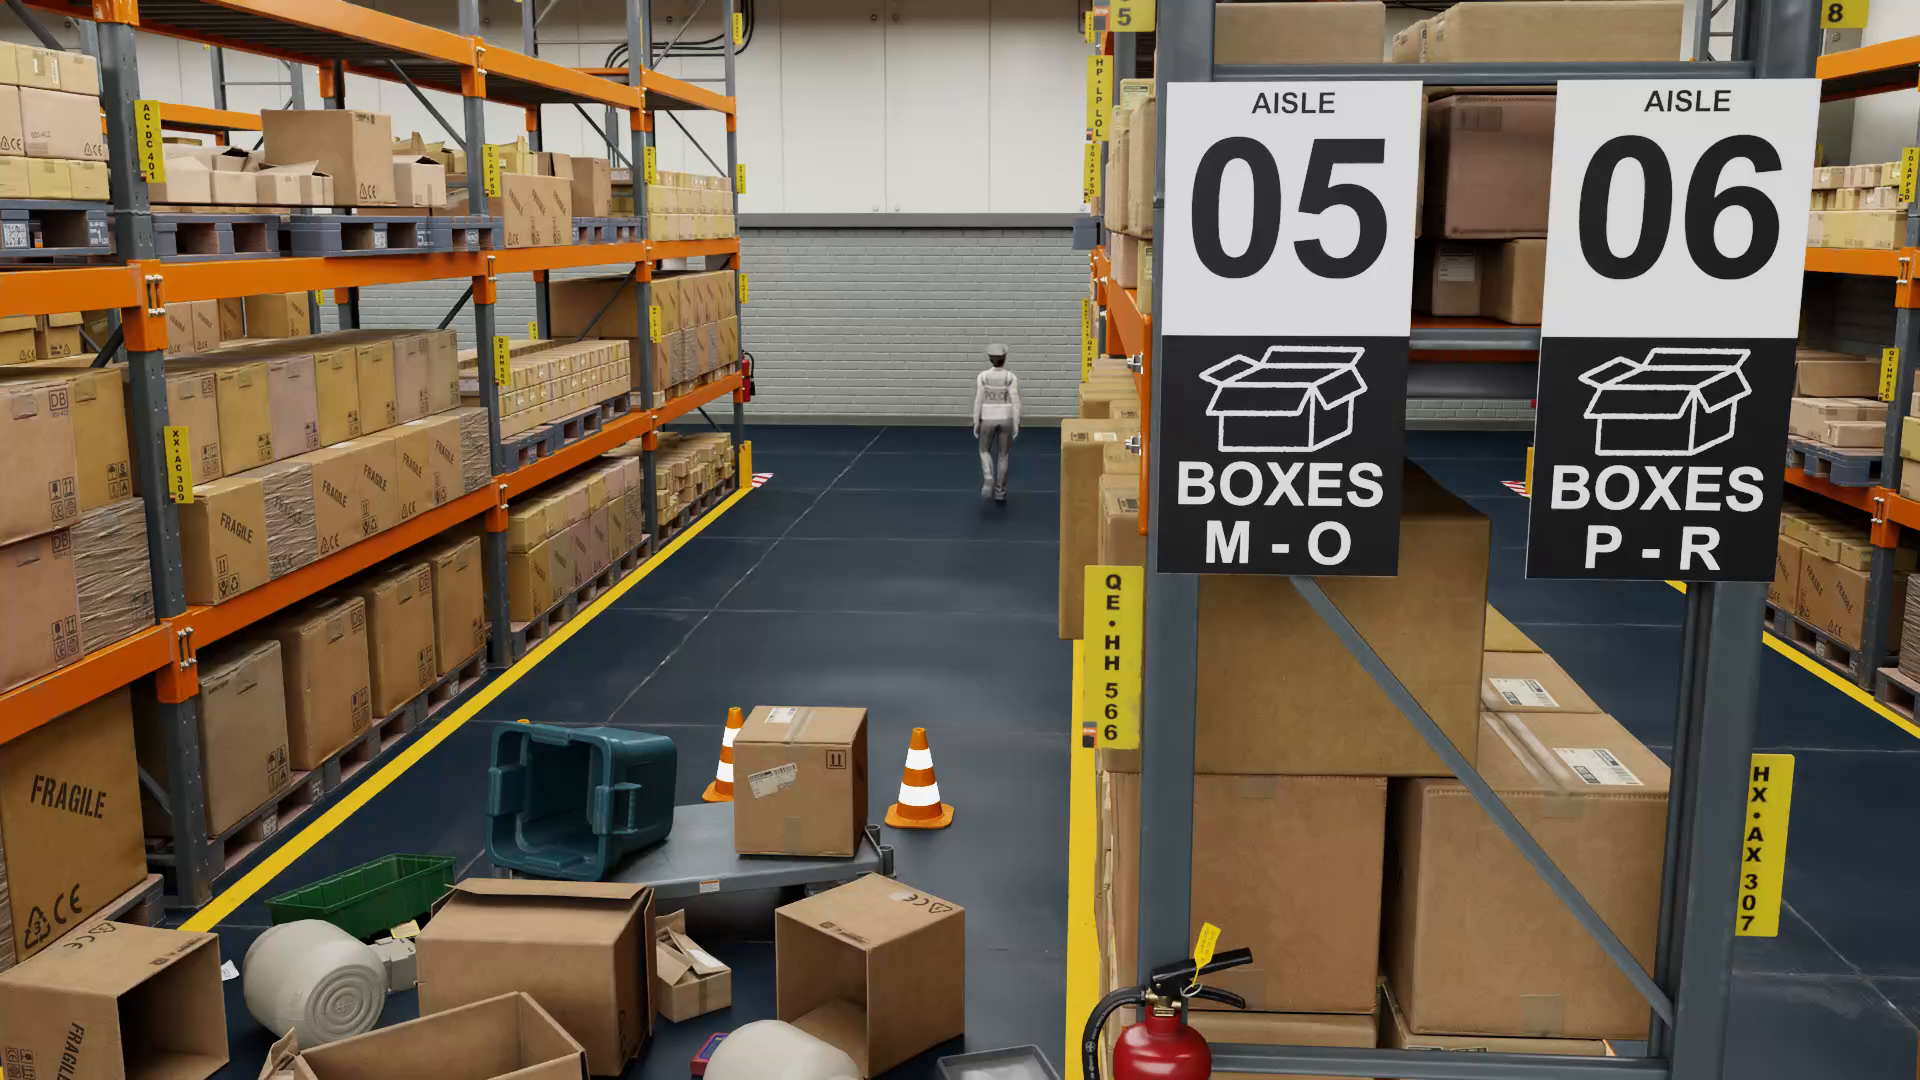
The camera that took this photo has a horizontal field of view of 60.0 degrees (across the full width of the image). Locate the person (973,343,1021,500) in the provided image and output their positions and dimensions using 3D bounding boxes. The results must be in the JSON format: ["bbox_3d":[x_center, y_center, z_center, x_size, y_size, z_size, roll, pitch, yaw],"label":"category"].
[{"bbox_3d":[0.393,-1.257,17.765,0.506,1.685,0.465,0,11,2],"label":"person"}]
